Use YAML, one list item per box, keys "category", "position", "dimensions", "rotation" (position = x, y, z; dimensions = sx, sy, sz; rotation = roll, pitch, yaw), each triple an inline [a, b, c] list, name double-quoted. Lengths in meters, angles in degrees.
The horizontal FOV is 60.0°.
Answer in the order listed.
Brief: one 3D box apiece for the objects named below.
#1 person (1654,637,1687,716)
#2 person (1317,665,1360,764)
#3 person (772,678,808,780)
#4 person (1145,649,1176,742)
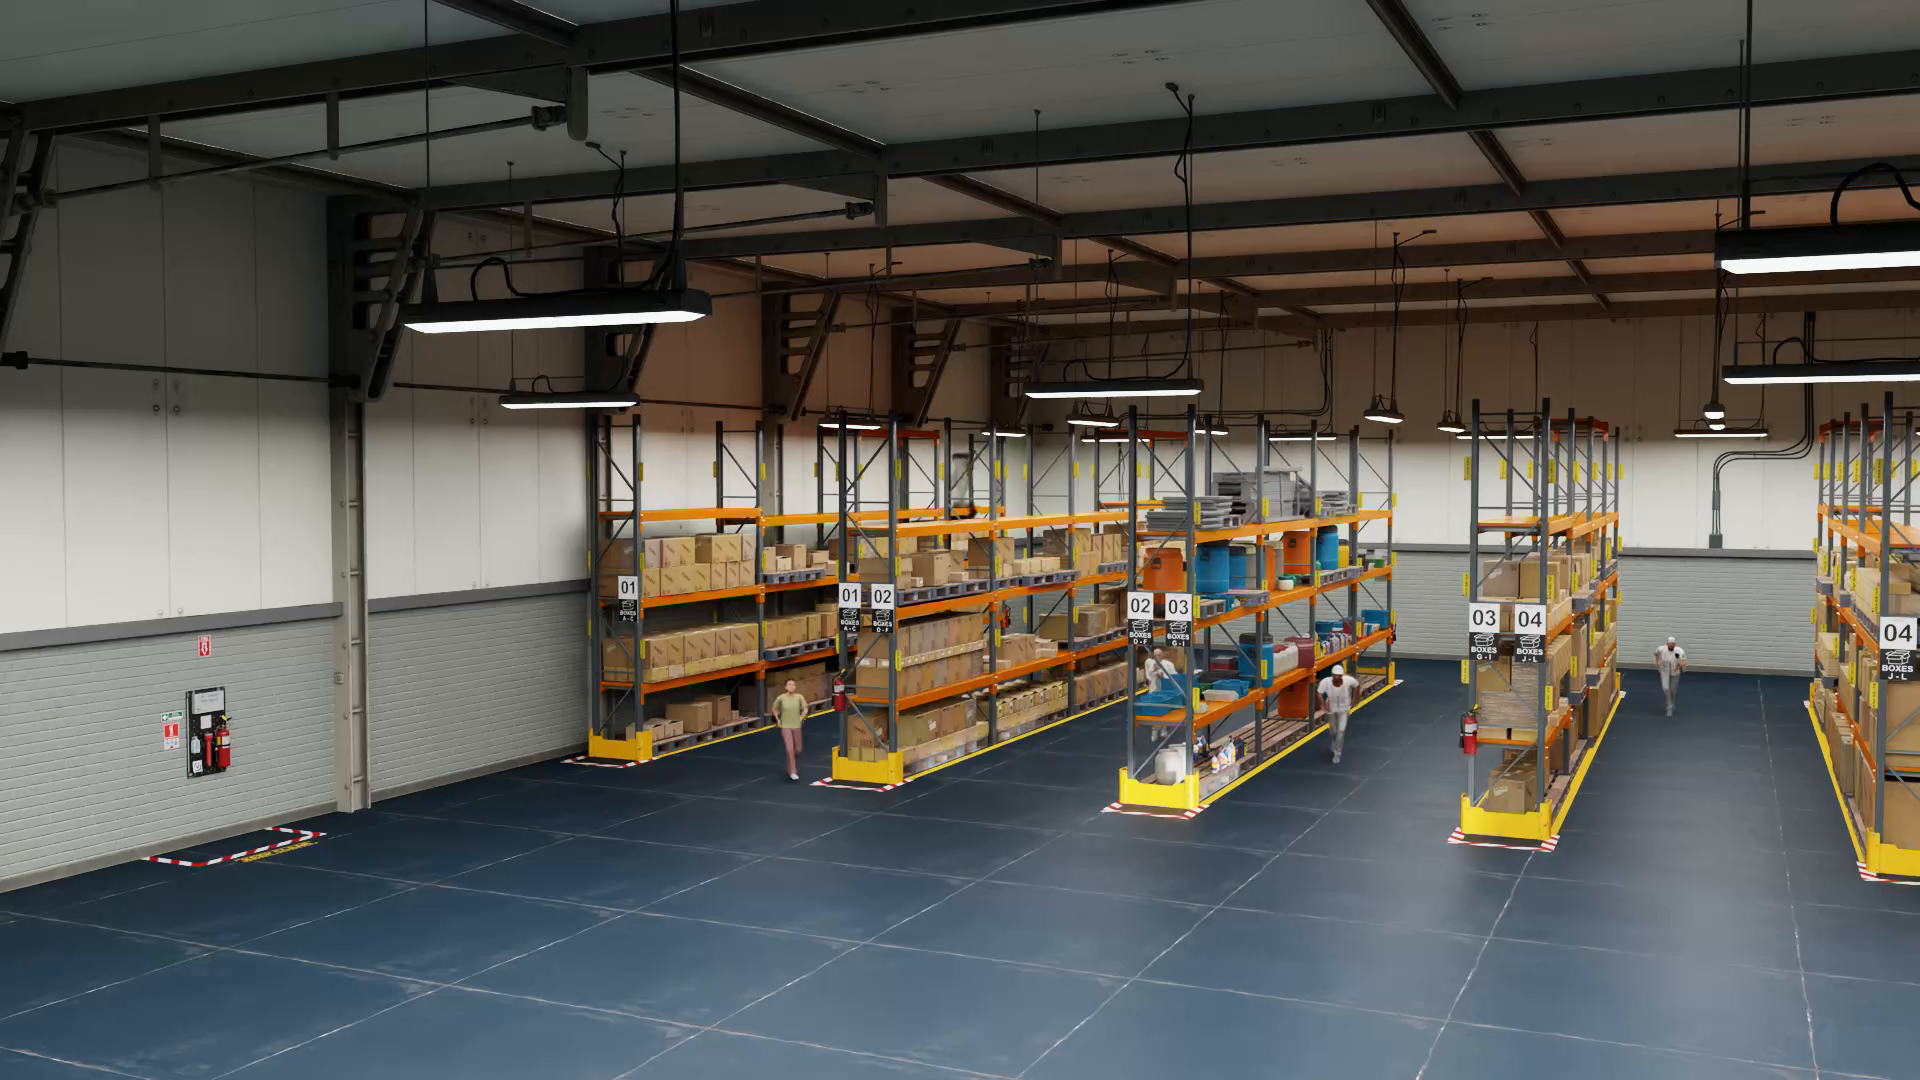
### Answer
- category: "person"
  position: [14.702, 2.808, 34.415]
  dimensions: [0.624, 1.675, 0.944]
  rotation: [1, 3, 24]
- category: "person"
  position: [6.569, 2.989, 28.913]
  dimensions: [0.735, 1.711, 1.048]
  rotation: [0, 2, 10]
- category: "person"
  position: [-2.773, 3.062, 27.182]
  dimensions: [0.579, 1.632, 0.694]
  rotation: [-1, 2, -14]
- category: "person"
  position: [3.711, 2.861, 30.807]
  dimensions: [0.691, 1.736, 0.988]
  rotation: [1, 3, 22]
